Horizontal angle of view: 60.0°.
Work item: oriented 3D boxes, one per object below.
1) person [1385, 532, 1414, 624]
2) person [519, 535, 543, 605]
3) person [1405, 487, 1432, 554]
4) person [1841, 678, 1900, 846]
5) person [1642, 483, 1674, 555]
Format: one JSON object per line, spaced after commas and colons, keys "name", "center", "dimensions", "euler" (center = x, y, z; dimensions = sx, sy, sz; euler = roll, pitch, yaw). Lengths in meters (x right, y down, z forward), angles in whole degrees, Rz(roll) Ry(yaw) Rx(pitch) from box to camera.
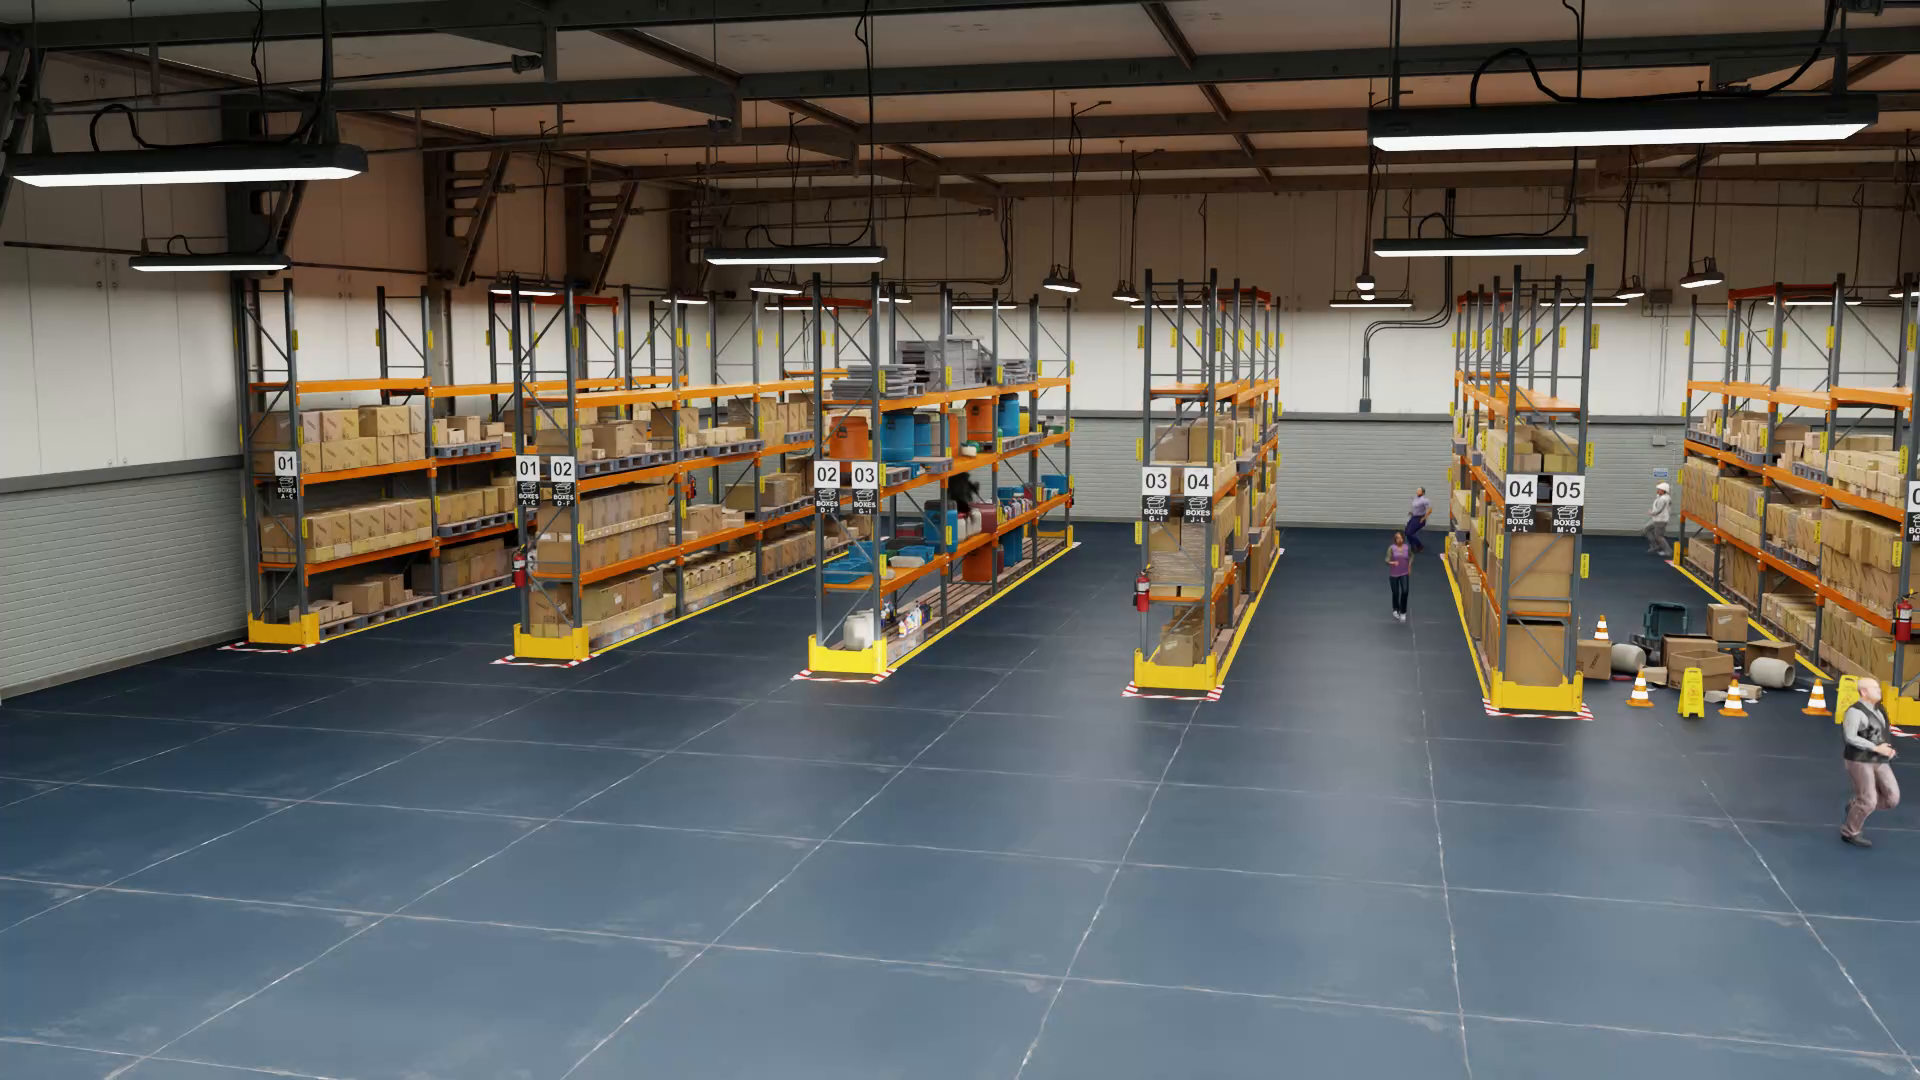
{"name": "person", "center": [7.829, 0.666, 29.650], "dimensions": [0.513, 1.634, 0.702], "euler": [1, 7, 10]}
{"name": "person", "center": [-7.440, 0.731, 28.851], "dimensions": [0.605, 1.669, 0.569], "euler": [2, 7, 16]}
{"name": "person", "center": [10.759, -0.459, 39.170], "dimensions": [0.523, 1.611, 0.627], "euler": [-1, 7, -4]}
{"name": "person", "center": [9.025, 2.204, 16.465], "dimensions": [0.653, 1.680, 0.568], "euler": [-4, 8, -31]}
{"name": "person", "center": [16.165, -0.484, 38.491], "dimensions": [0.669, 1.708, 0.646], "euler": [3, 7, 21]}
